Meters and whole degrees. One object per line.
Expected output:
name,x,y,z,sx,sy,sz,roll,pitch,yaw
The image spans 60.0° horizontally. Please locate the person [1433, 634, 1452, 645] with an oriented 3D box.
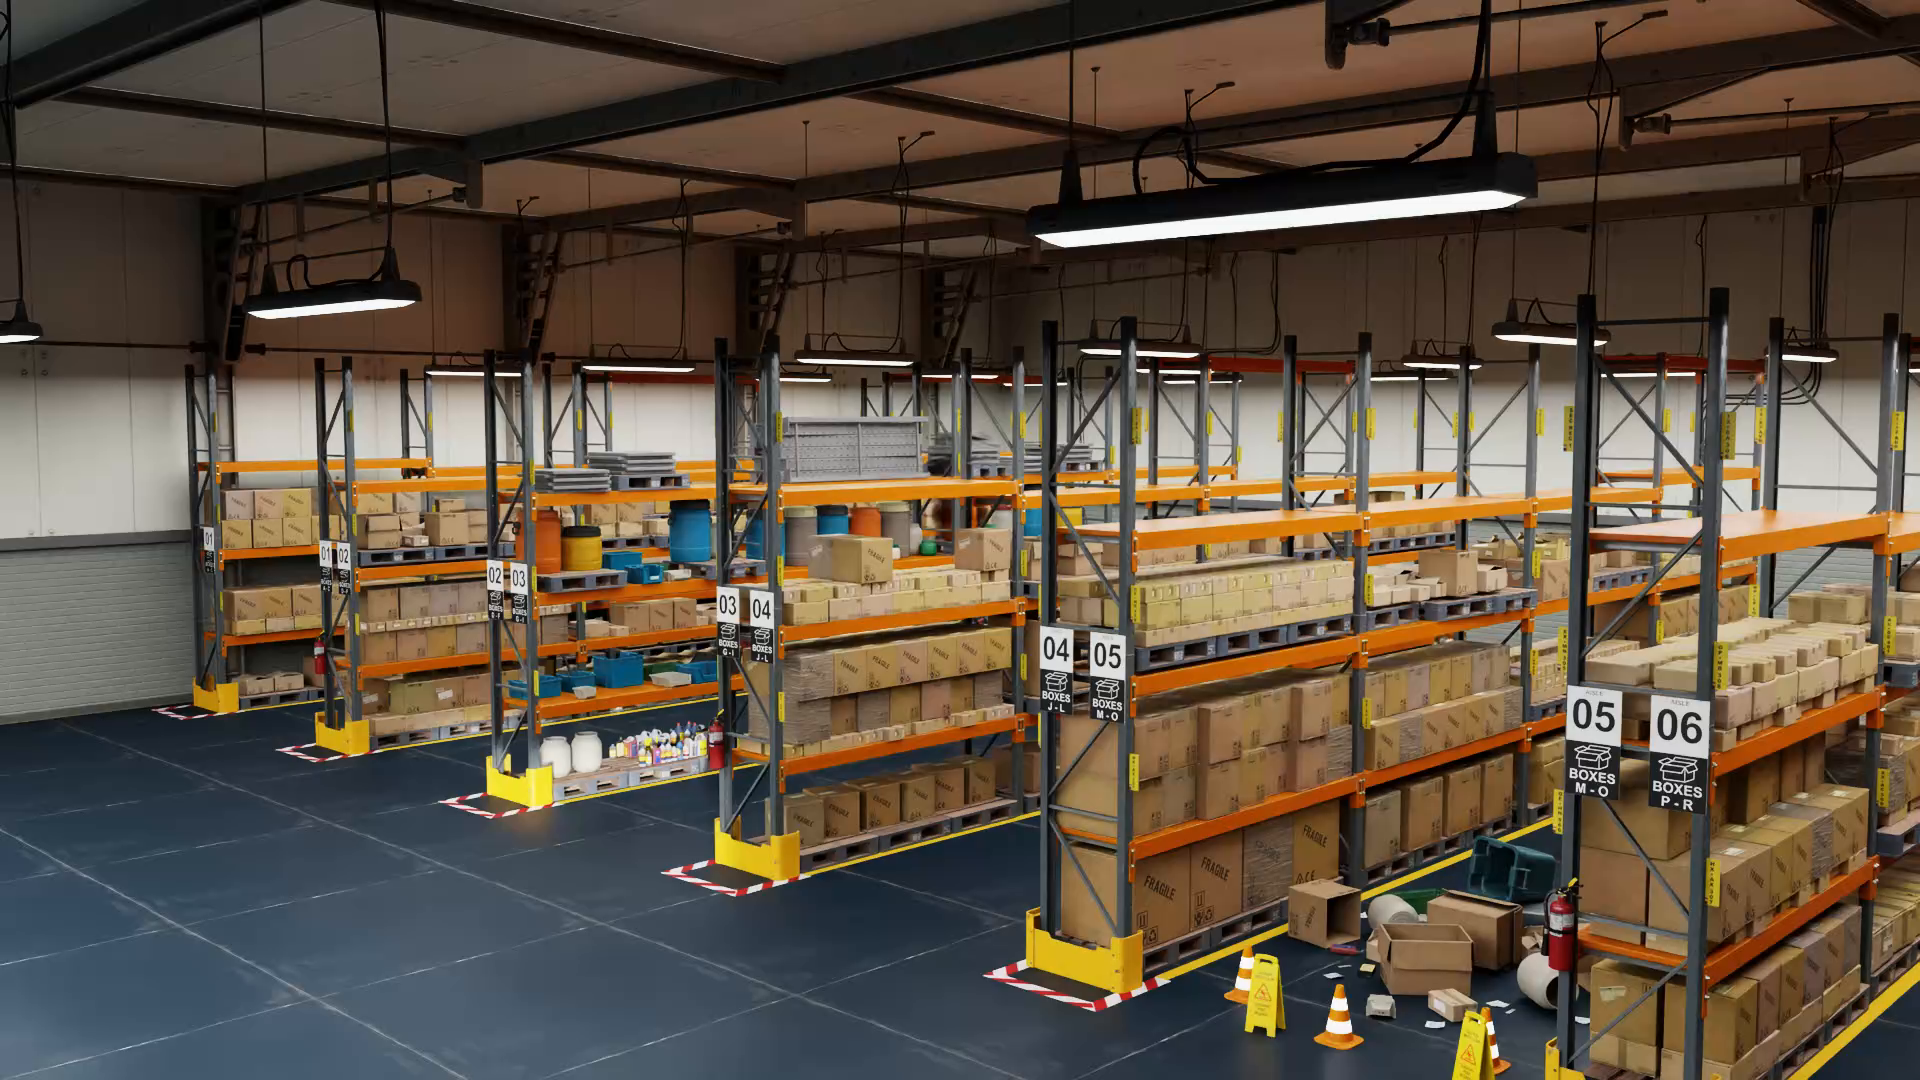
person,7.950,2.211,27.386,0.528,1.754,0.992,4,6,43
